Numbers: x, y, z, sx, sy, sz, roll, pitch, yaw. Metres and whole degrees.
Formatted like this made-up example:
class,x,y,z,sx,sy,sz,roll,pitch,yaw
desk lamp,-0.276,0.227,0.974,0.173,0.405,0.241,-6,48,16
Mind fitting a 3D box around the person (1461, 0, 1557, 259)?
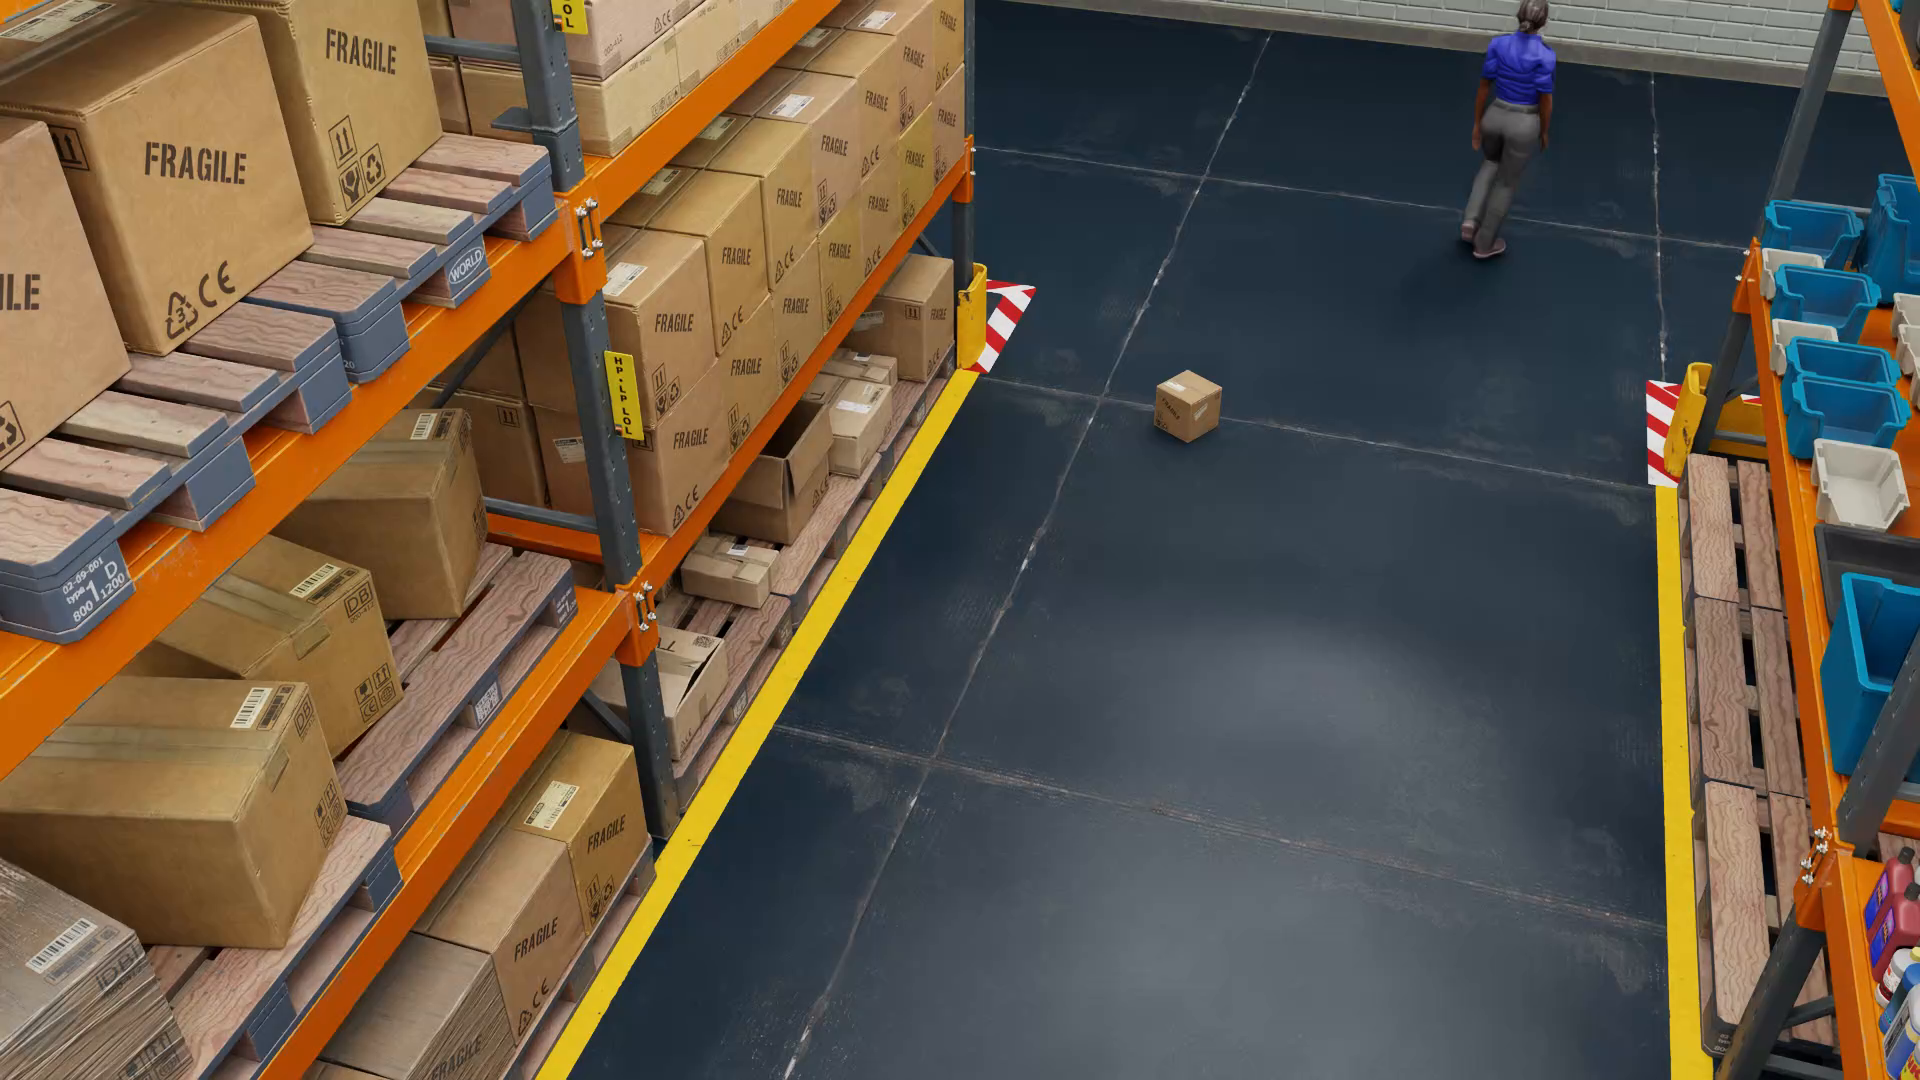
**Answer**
class,x,y,z,sx,sy,sz,roll,pitch,yaw
person,3.397,-2.526,10.208,0.440,1.689,0.432,30,46,33
